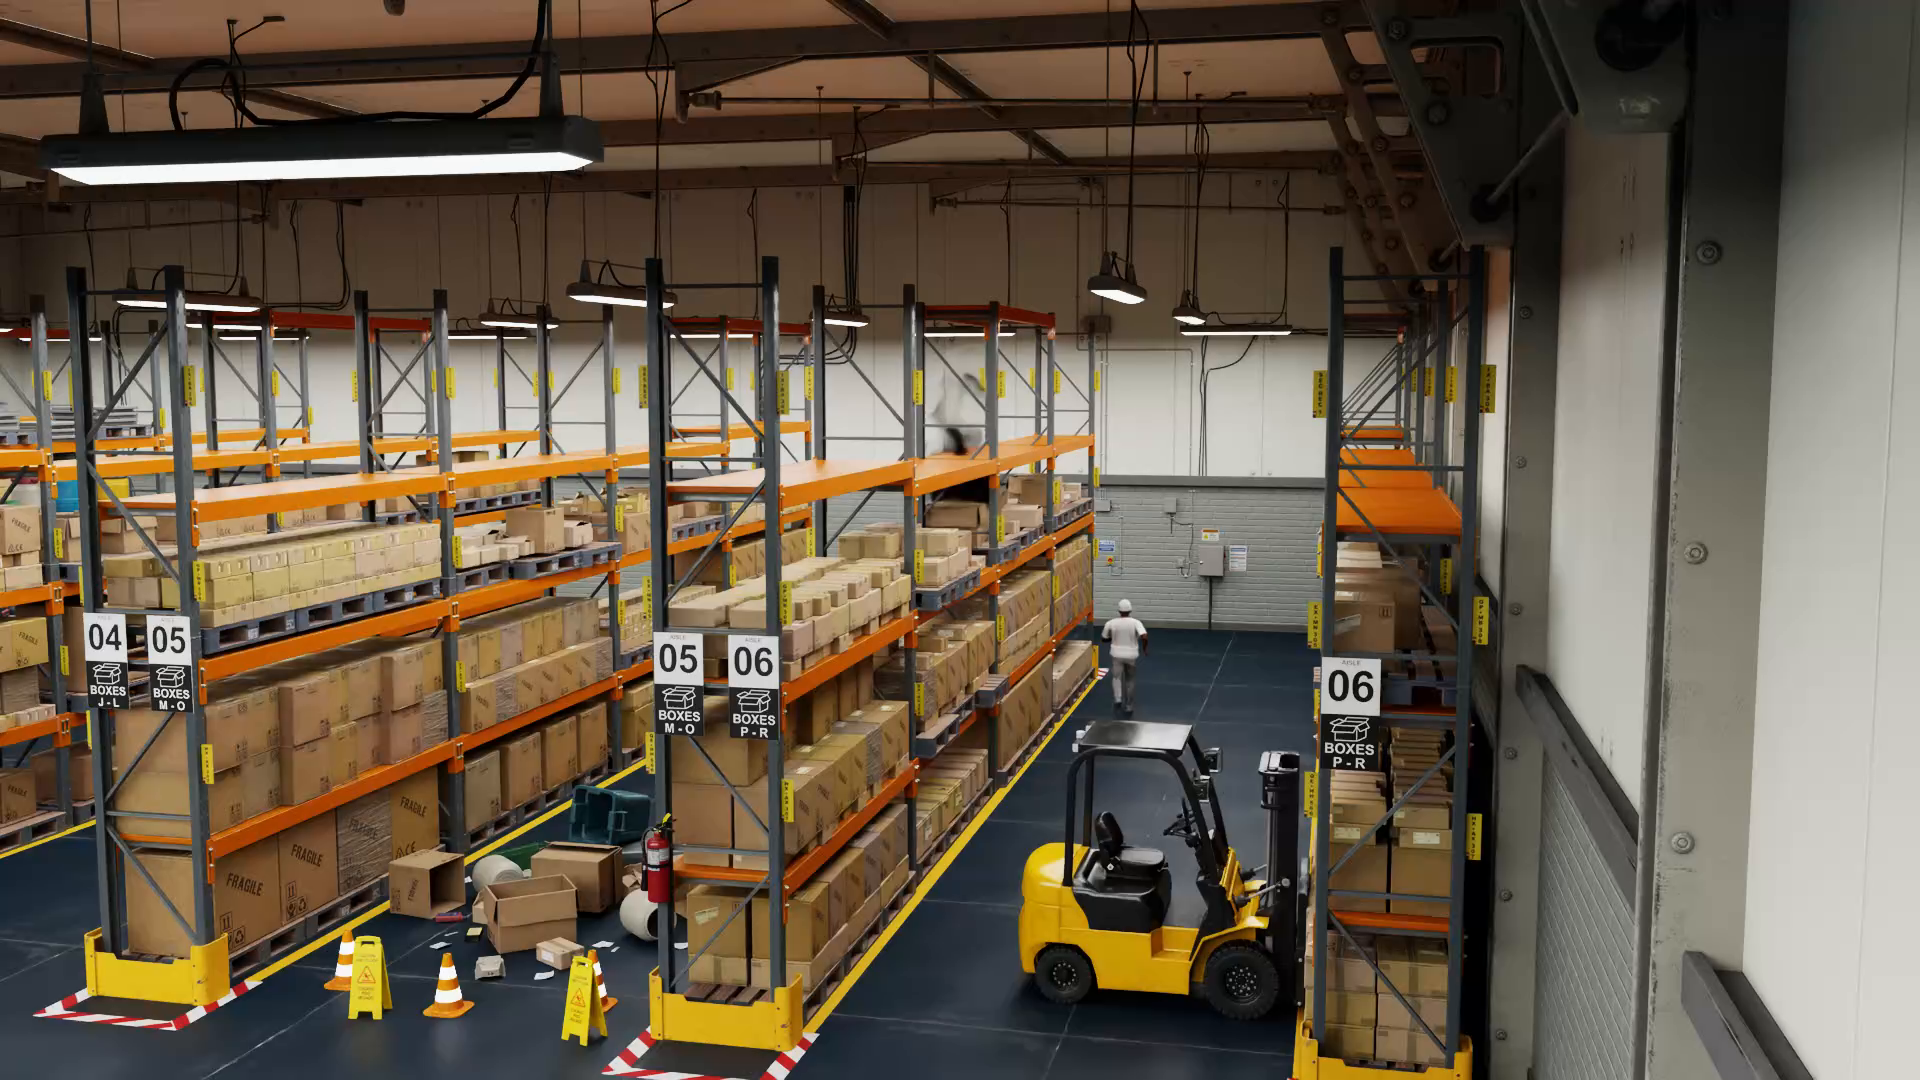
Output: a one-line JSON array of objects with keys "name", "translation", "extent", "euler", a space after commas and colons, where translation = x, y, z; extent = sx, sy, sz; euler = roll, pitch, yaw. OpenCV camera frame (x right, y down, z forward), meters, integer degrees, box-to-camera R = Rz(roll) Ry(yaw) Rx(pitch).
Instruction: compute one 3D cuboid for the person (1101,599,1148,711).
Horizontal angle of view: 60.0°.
[{"name": "person", "translation": [2.450, 1.748, 24.781], "extent": [0.700, 1.752, 0.989], "euler": [1, 6, 6]}]
